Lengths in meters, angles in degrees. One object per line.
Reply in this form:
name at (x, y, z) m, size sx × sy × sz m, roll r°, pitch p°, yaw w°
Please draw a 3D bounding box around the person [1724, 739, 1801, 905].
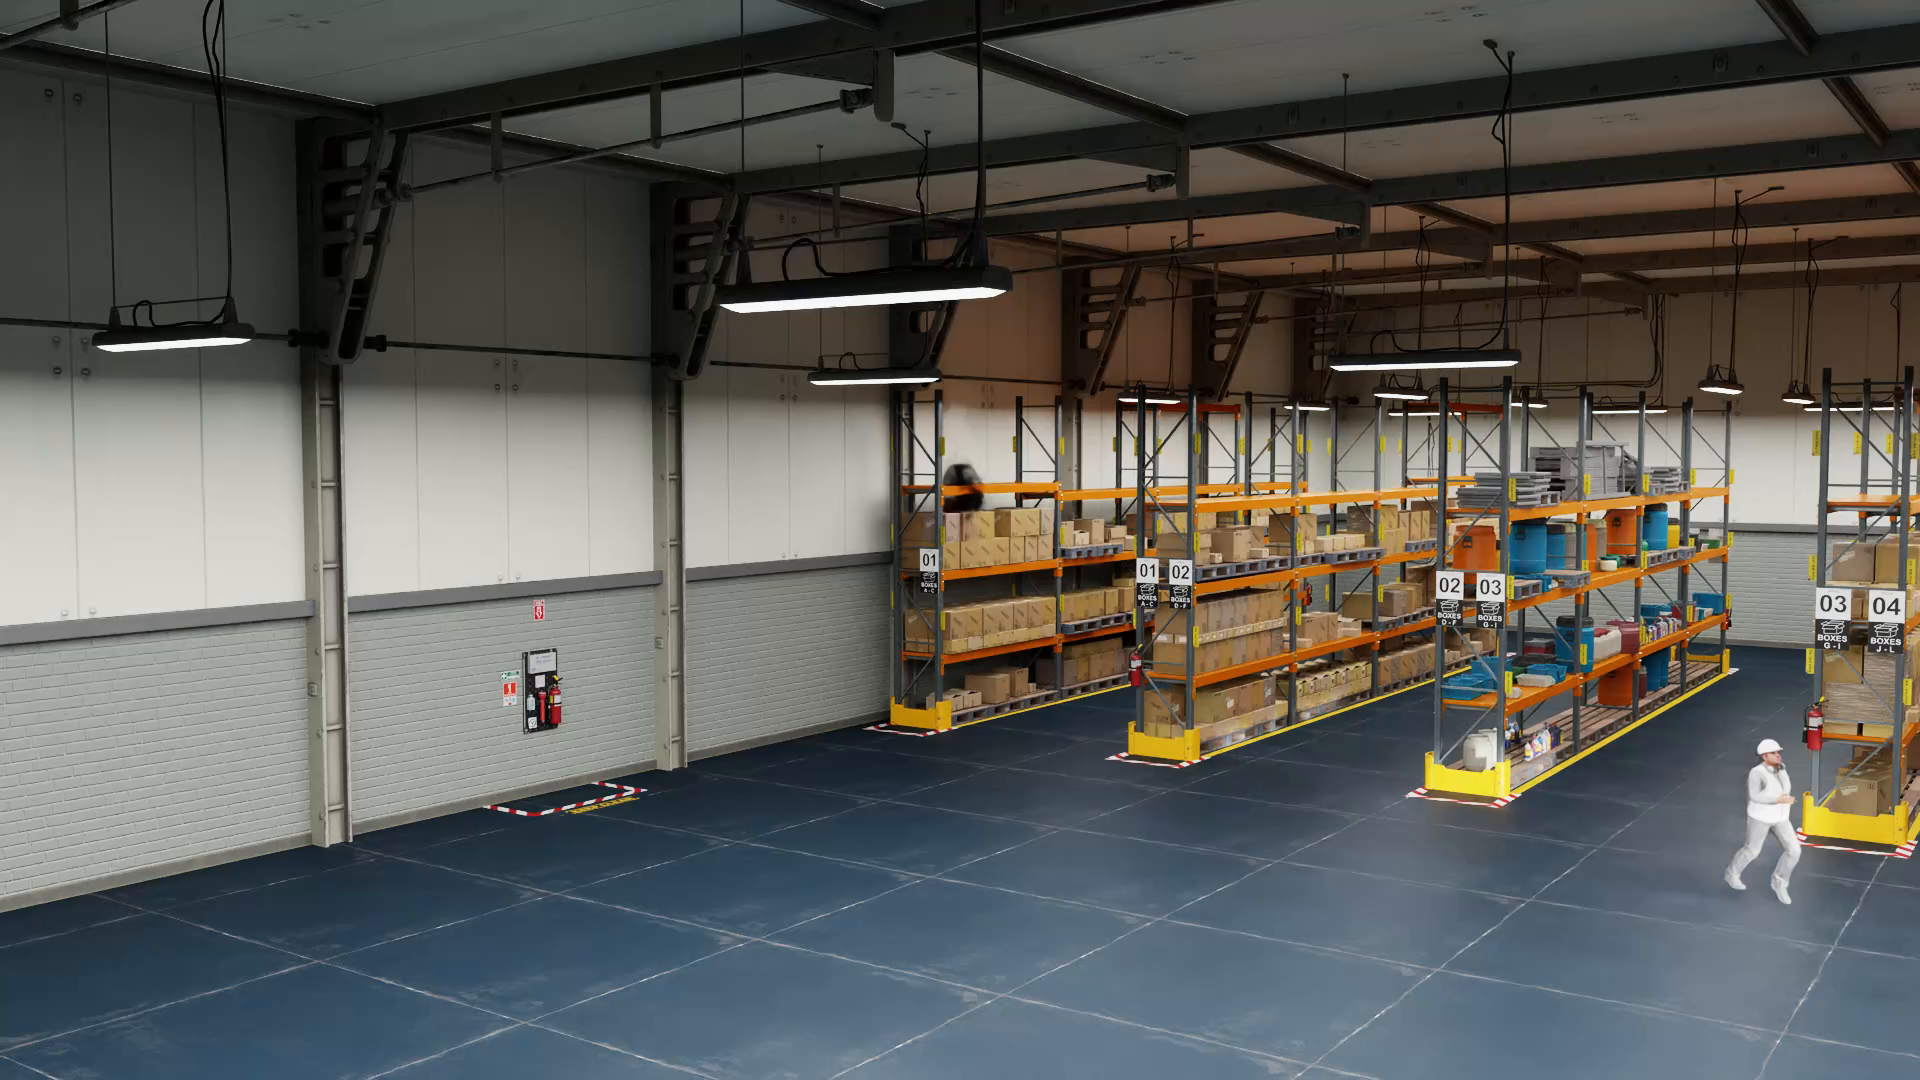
person at (8.914, 3.086, 18.356) m, size 0.664 × 1.810 × 0.887 m, roll -1°, pitch 3°, yaw -19°
